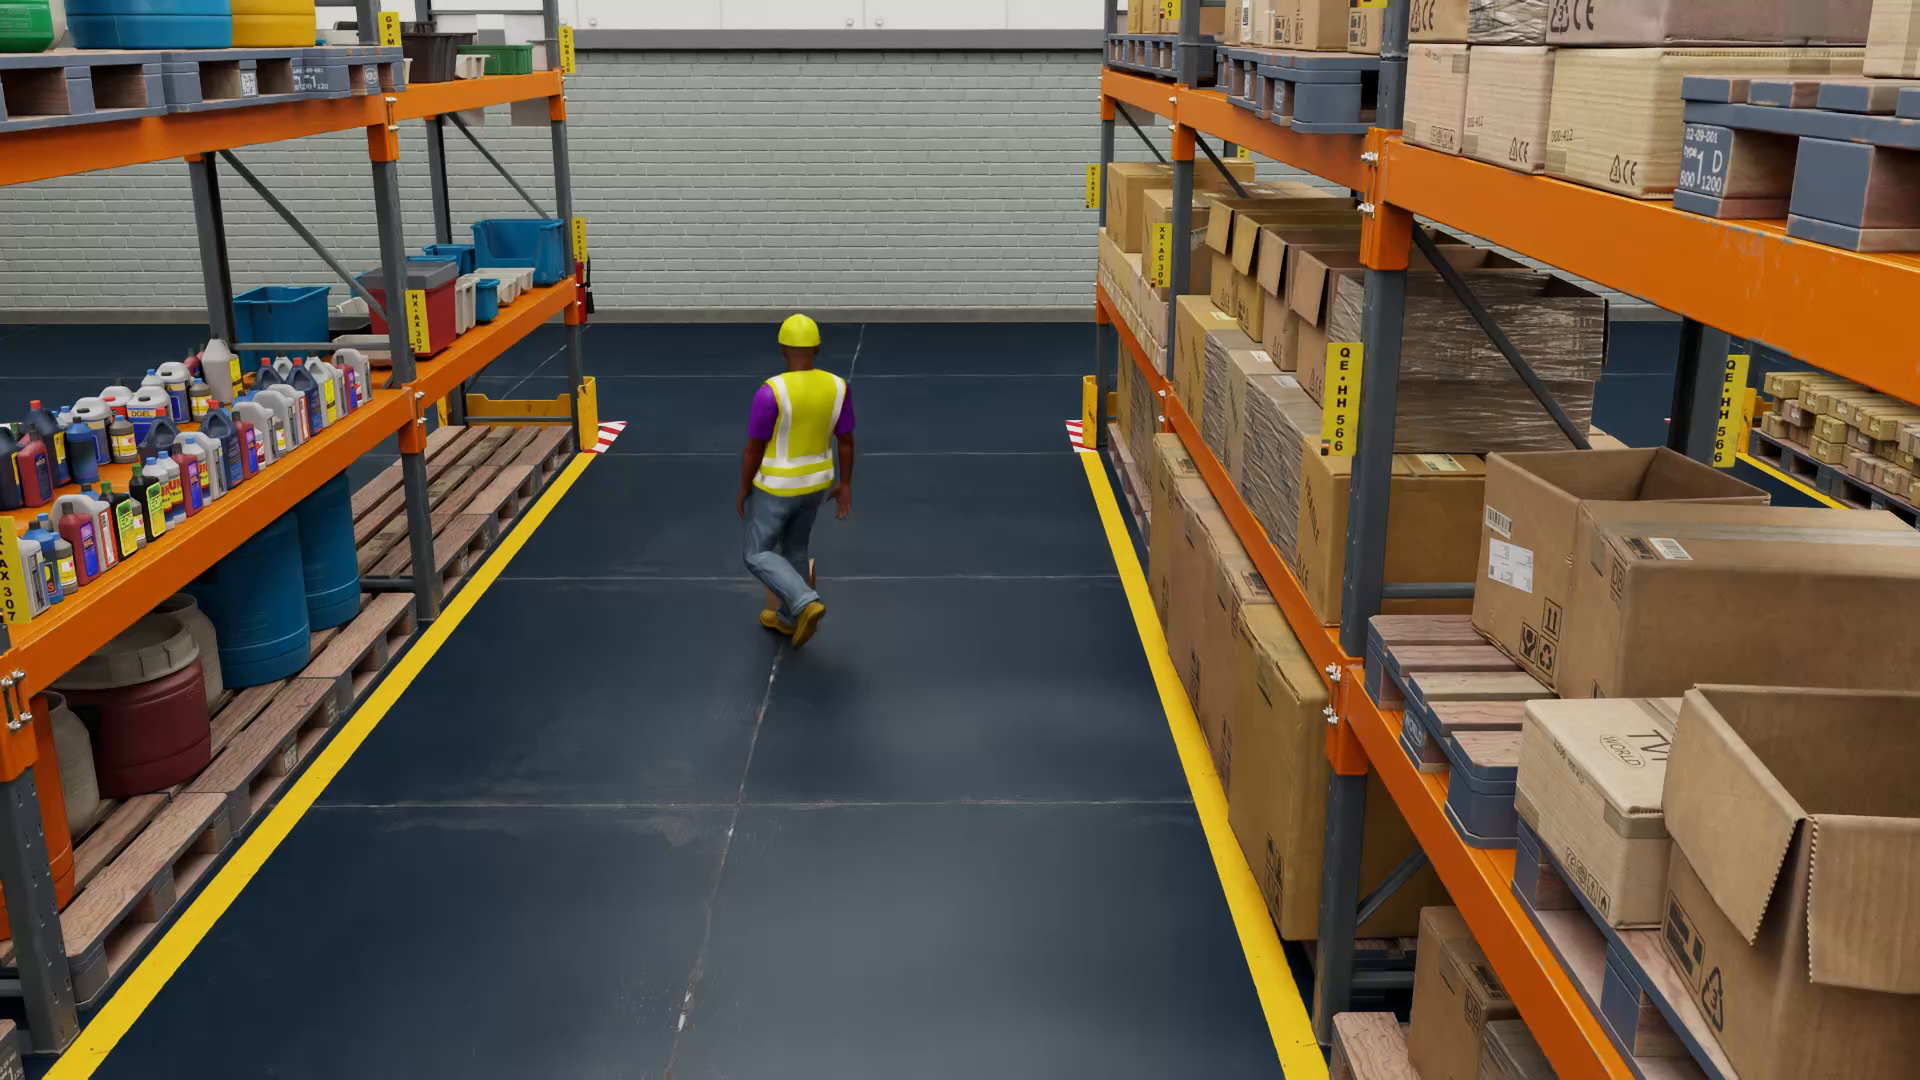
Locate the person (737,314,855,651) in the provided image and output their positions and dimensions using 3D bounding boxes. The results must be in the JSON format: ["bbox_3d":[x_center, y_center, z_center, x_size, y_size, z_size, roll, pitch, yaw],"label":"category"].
[{"bbox_3d":[-0.865,-0.294,8.485,0.583,1.744,0.785,-13,22,-37],"label":"person"}]
